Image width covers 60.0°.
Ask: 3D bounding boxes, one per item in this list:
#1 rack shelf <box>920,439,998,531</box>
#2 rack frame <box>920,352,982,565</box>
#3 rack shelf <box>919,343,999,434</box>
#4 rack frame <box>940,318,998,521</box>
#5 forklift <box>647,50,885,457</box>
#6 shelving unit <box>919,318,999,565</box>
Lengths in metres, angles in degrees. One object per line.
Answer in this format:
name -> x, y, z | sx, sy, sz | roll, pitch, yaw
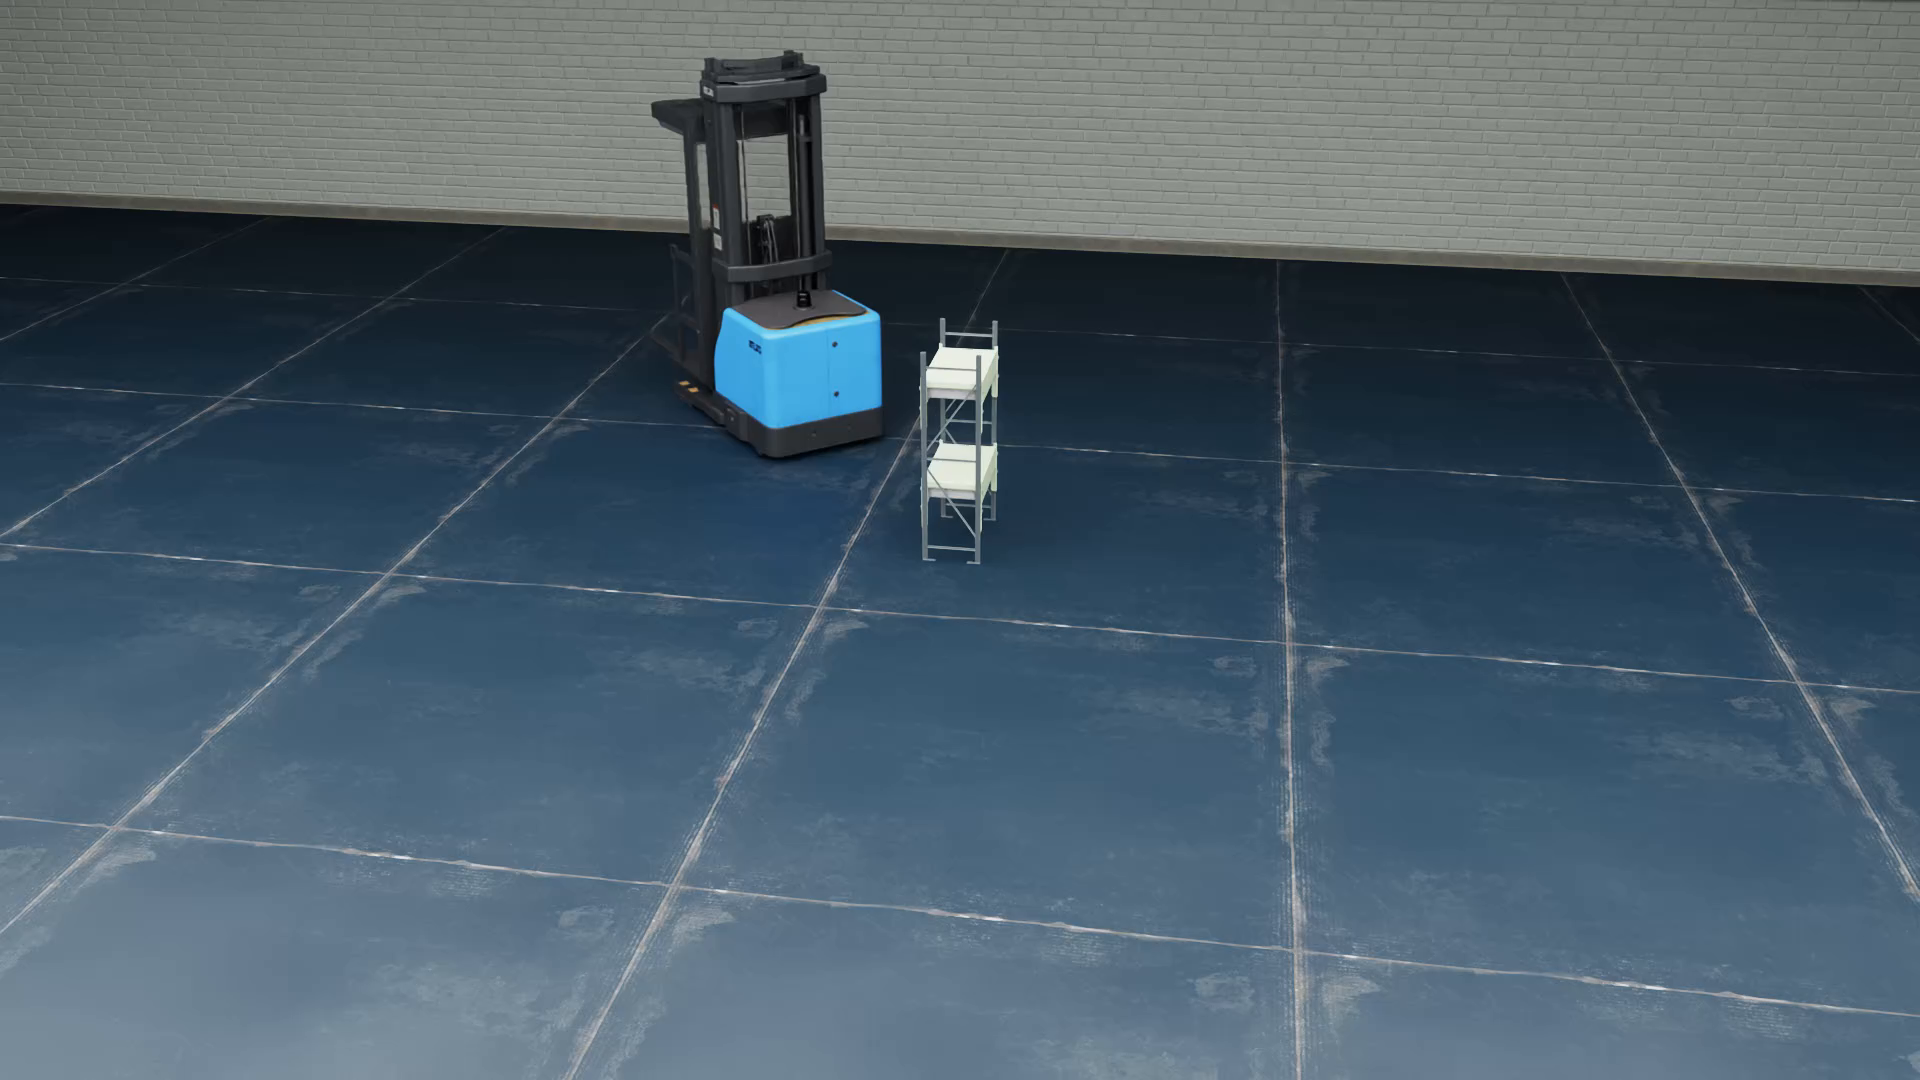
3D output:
rack shelf -> 0.001, -0.387, 11.576 | 0.431, 0.370, 0.720 | 4, 25, 9
rack frame -> -0.059, -0.529, 11.111 | 0.400, 1.500, 0.023 | 4, 25, 9
rack shelf -> 0.001, -1.036, 11.273 | 0.431, 0.370, 0.720 | 4, 25, 9
rack frame -> 0.061, -0.835, 11.765 | 0.400, 1.500, 0.023 | 4, 25, 9
forklift -> -1.804, -2.552, 13.744 | 1.130, 2.935, 3.031 | -15, 29, -28
shelving unit -> 0.001, -0.682, 11.438 | 0.431, 1.500, 0.755 | 4, 25, 9
